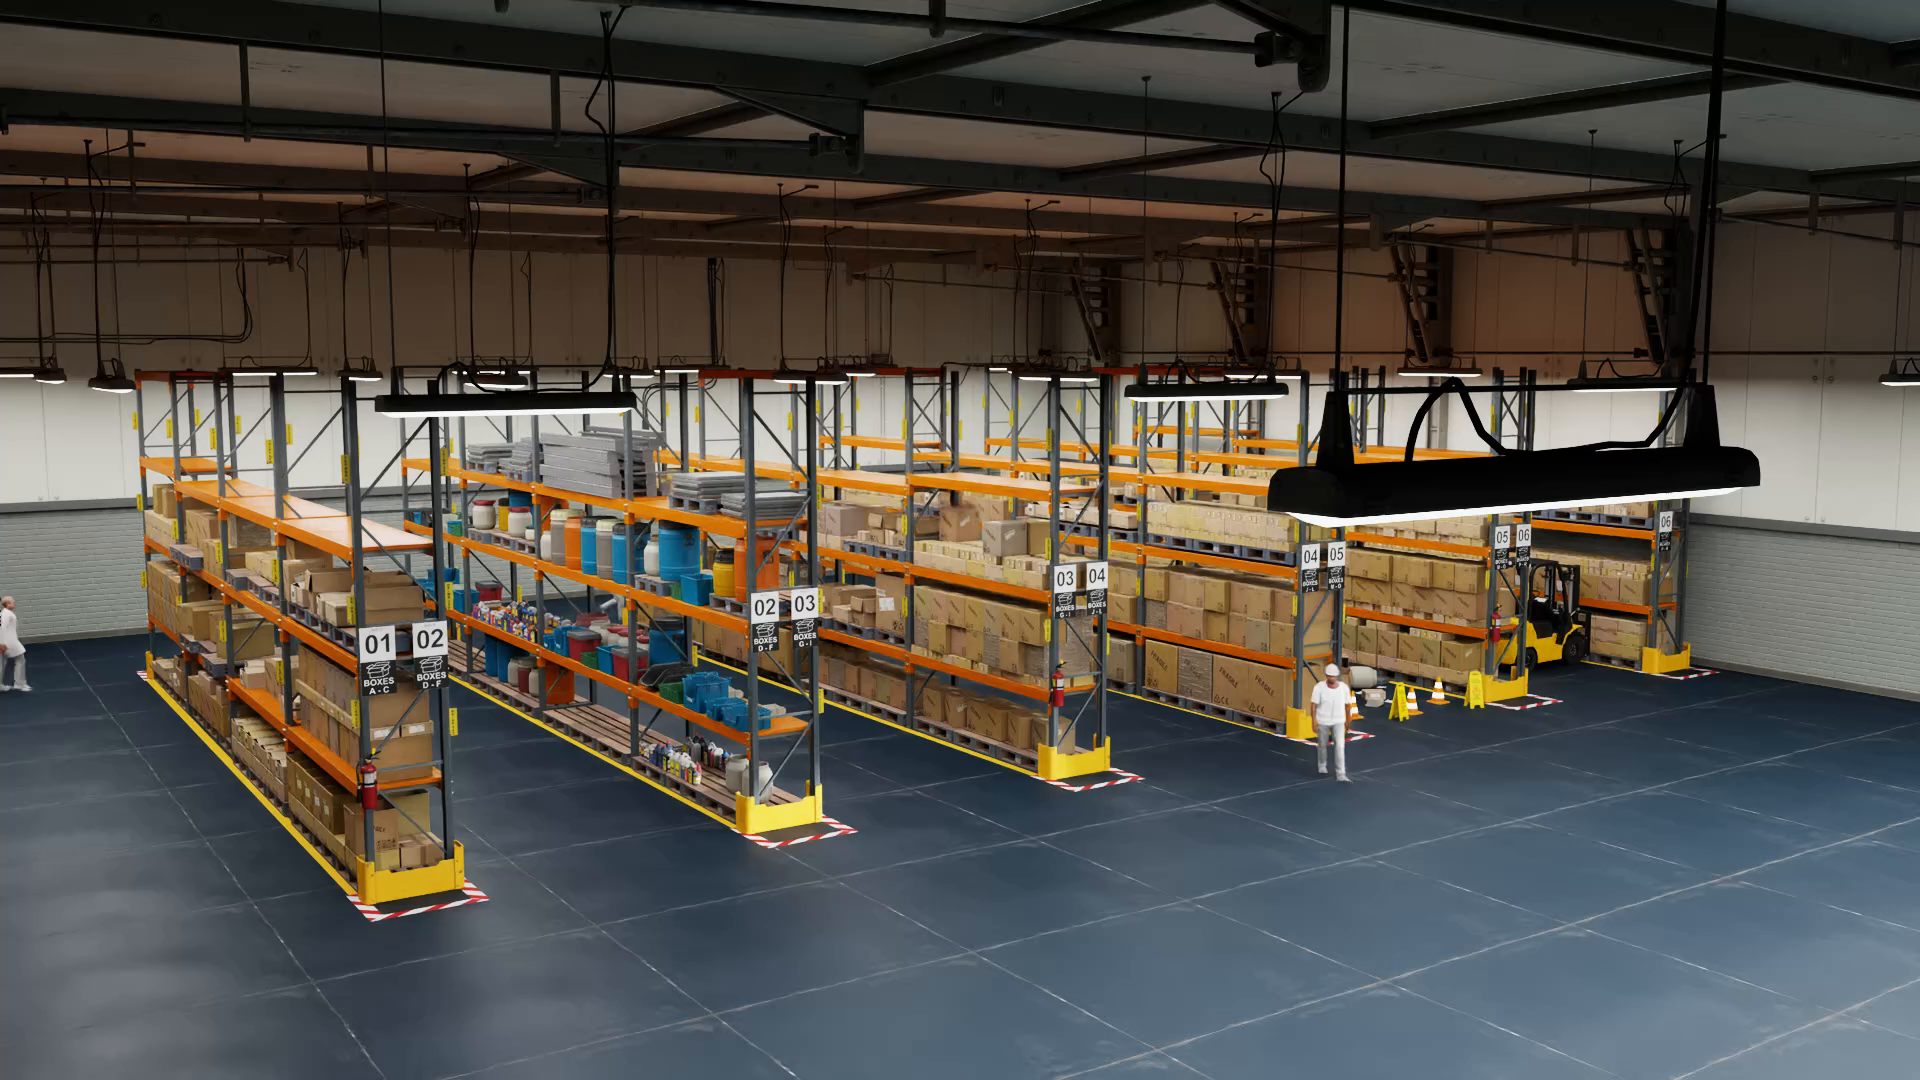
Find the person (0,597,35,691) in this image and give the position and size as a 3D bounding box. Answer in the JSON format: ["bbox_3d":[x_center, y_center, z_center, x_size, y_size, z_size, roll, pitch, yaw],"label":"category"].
[{"bbox_3d":[-17.815,1.968,31.063,0.563,1.813,0.703,4,7,29],"label":"person"}]

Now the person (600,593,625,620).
[{"bbox_3d":[-8.162,1.067,39.383,0.773,1.626,0.496,1,6,5],"label":"person"}]

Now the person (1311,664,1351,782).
[{"bbox_3d":[5.487,2.687,24.579,0.600,1.702,1.060,1,7,8],"label":"person"}]
